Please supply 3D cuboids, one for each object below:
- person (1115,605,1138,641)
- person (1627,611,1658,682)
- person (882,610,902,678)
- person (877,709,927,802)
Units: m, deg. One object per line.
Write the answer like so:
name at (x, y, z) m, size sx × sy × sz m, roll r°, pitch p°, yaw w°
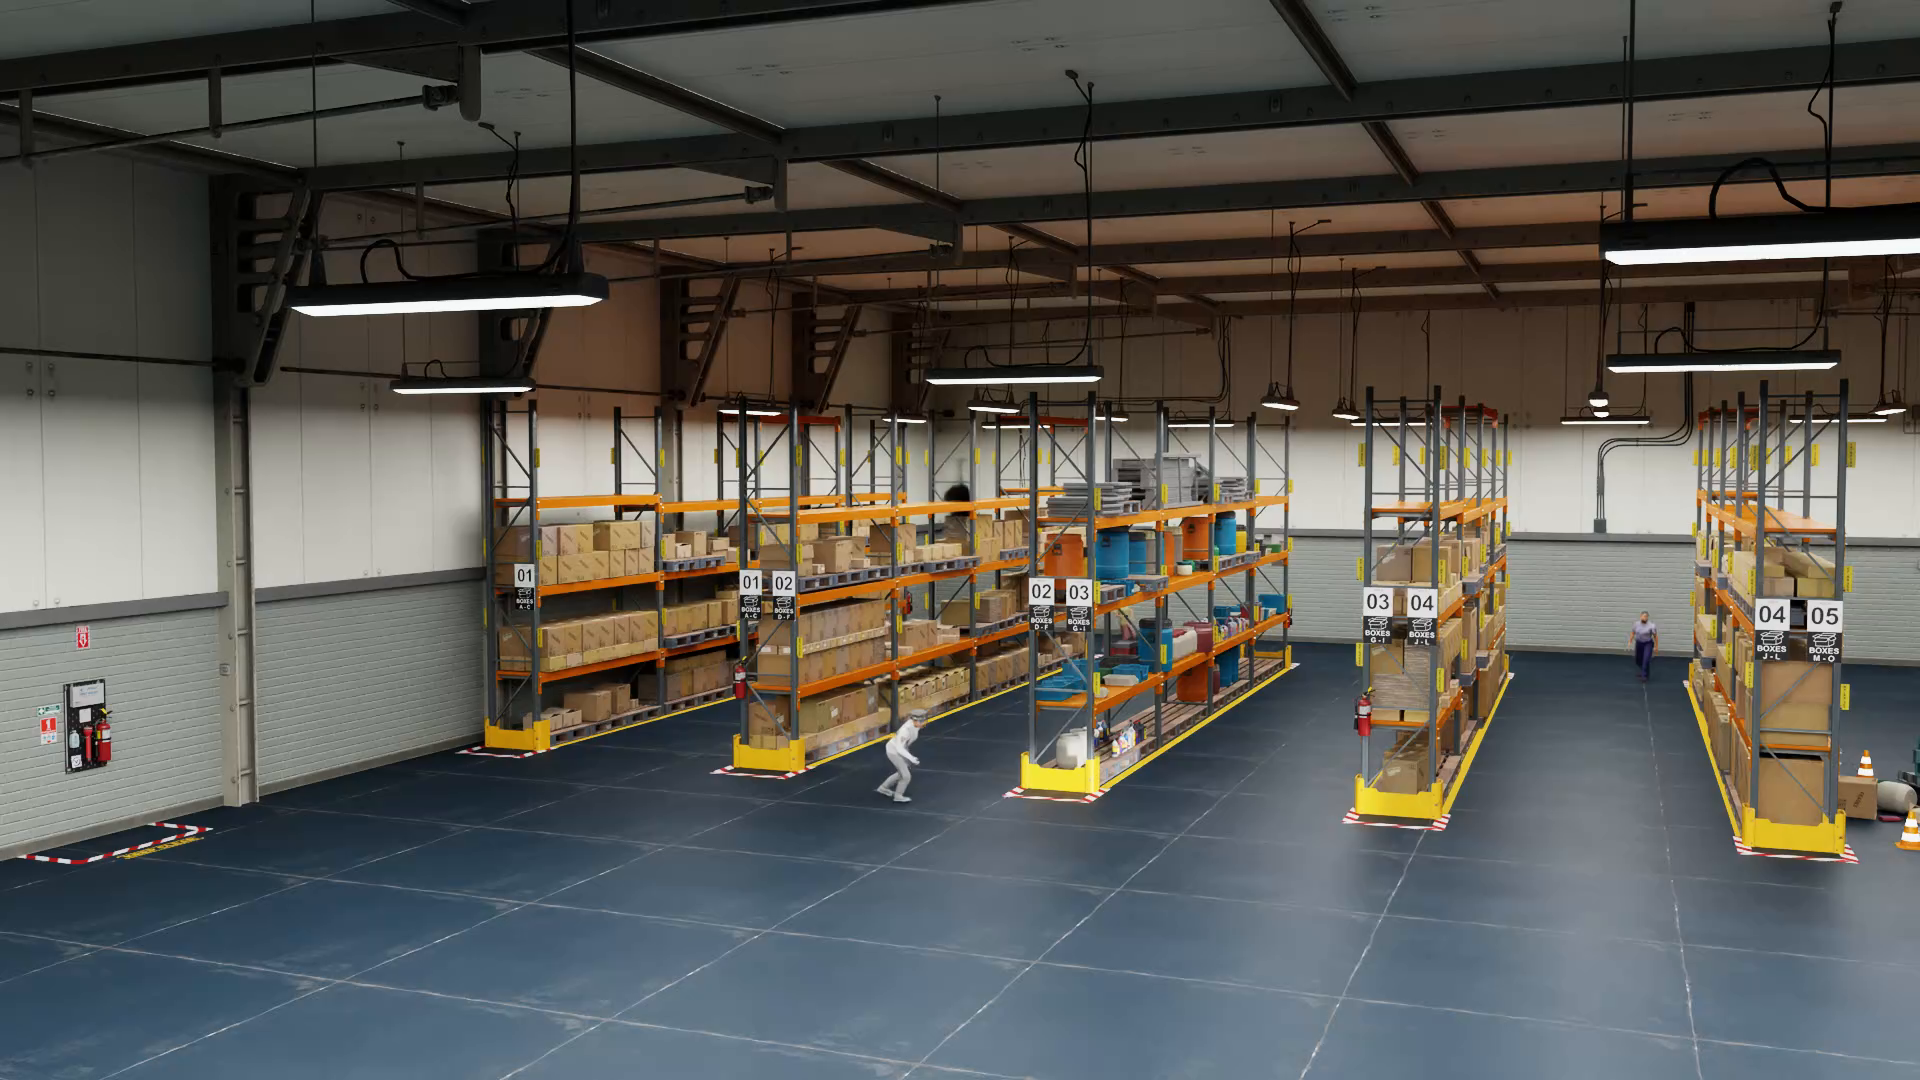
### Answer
person at (4.151, 2.128, 41.752) m, size 0.591 × 1.669 × 0.634 m, roll -1°, pitch 3°, yaw -22°
person at (15.426, 2.371, 37.408) m, size 0.658 × 1.576 × 0.832 m, roll 2°, pitch 4°, yaw 41°
person at (-1.505, 2.372, 36.417) m, size 0.603 × 1.706 × 0.737 m, roll 1°, pitch 3°, yaw 24°
person at (-0.855, 3.121, 24.078) m, size 0.930 × 1.394 × 0.605 m, roll 1°, pitch 3°, yaw 26°
